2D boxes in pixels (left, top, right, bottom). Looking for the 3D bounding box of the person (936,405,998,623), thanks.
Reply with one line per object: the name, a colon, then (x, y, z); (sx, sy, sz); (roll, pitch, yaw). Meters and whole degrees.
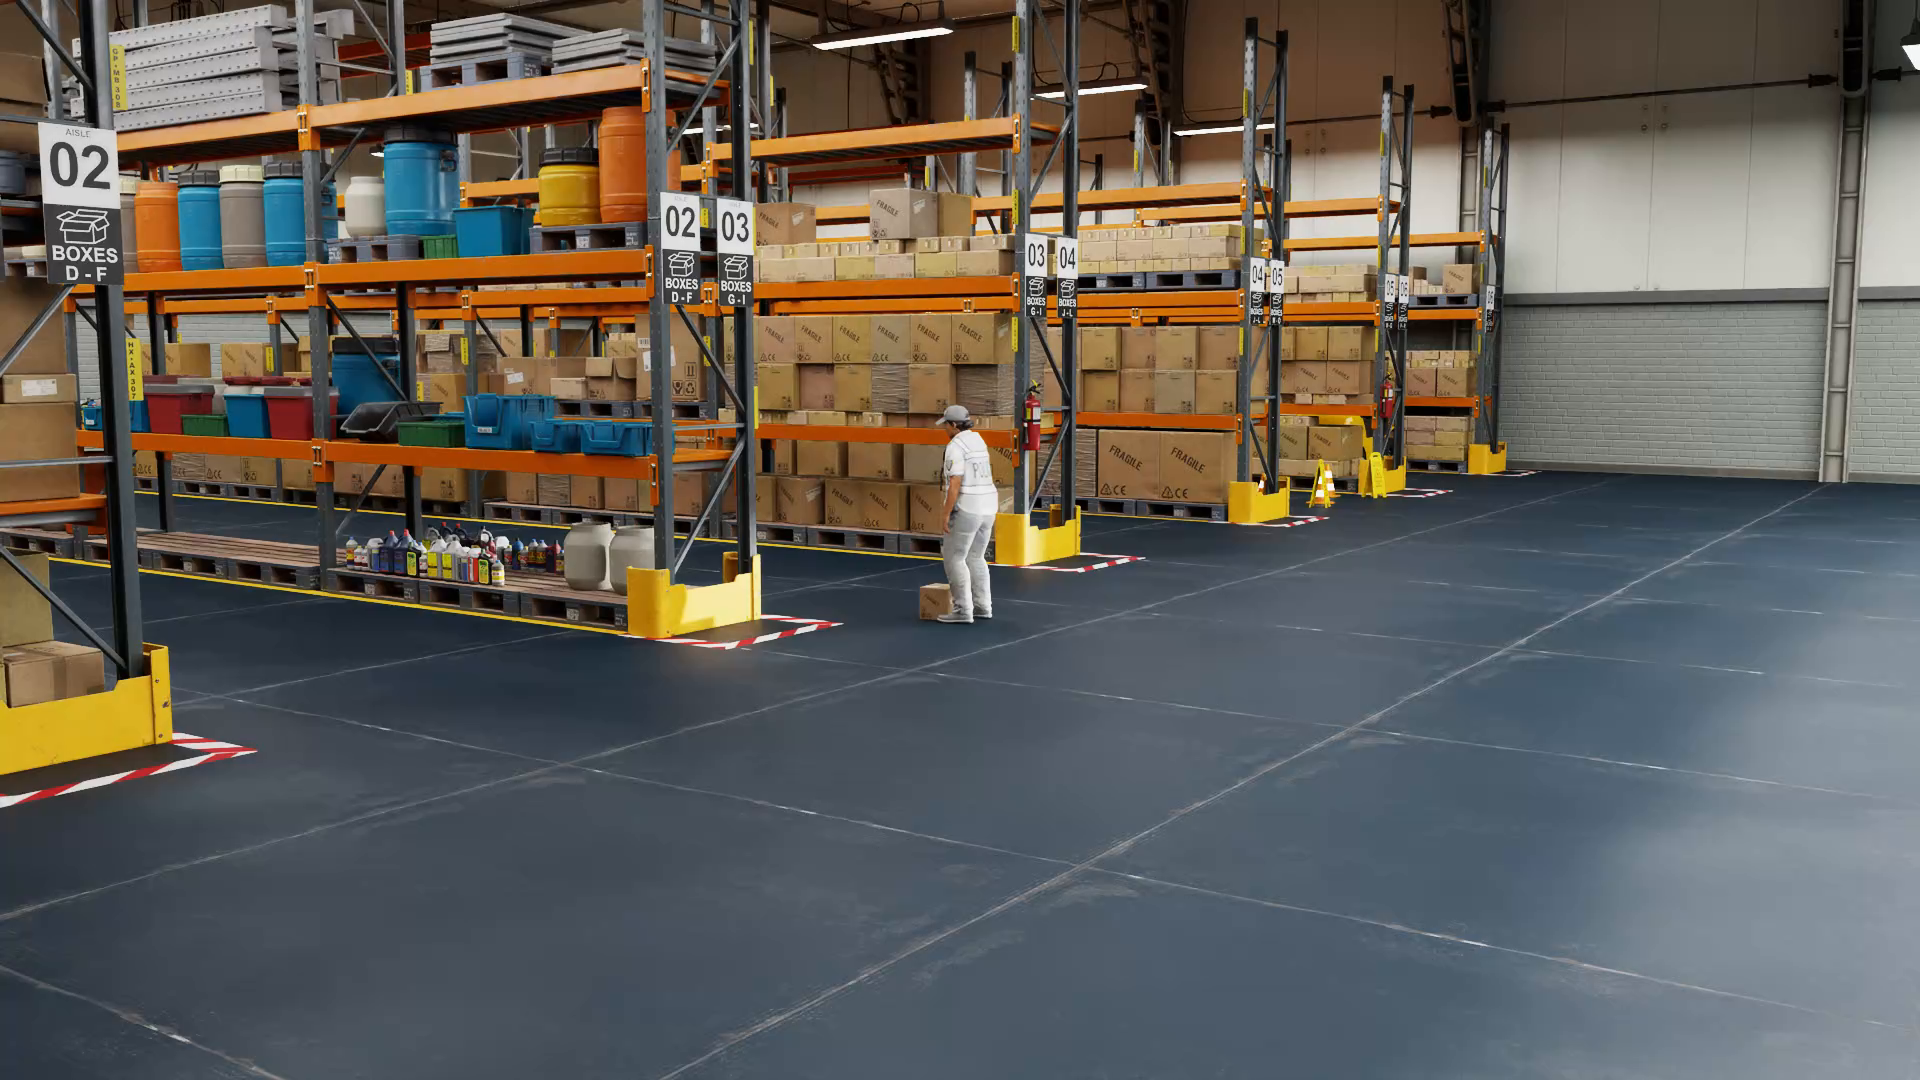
person: (0.032, -0.205, 12.803); (0.456, 1.666, 0.542); (4, 8, 33)
